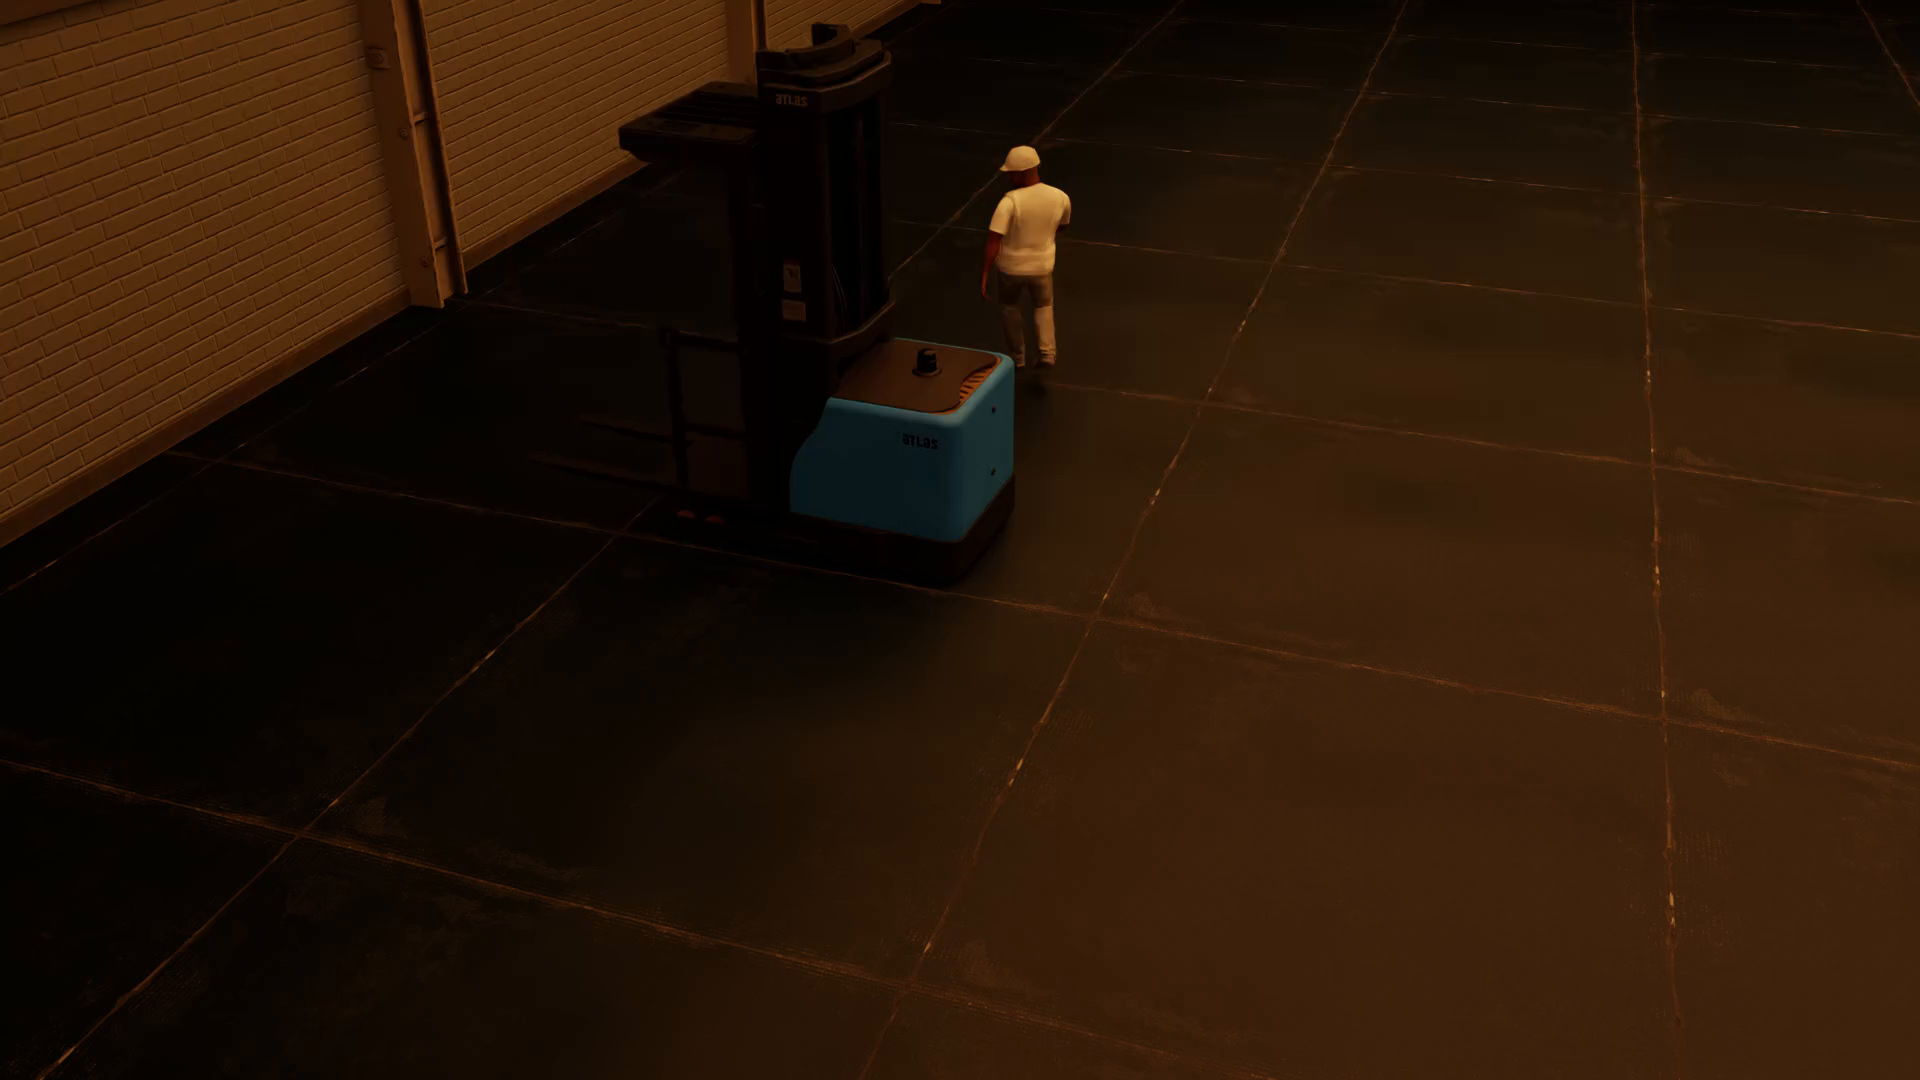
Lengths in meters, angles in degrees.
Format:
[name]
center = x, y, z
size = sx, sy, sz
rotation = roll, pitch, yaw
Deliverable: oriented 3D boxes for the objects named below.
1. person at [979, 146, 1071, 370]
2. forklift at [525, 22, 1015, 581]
[person]
center = 0.447, -1.981, 11.865
size = 0.694, 1.701, 0.708
rotation = -3, 30, -5
[forklift]
center = -1.232, -1.484, 9.740
size = 3.031, 2.935, 1.130
rotation = 11, 31, 18
